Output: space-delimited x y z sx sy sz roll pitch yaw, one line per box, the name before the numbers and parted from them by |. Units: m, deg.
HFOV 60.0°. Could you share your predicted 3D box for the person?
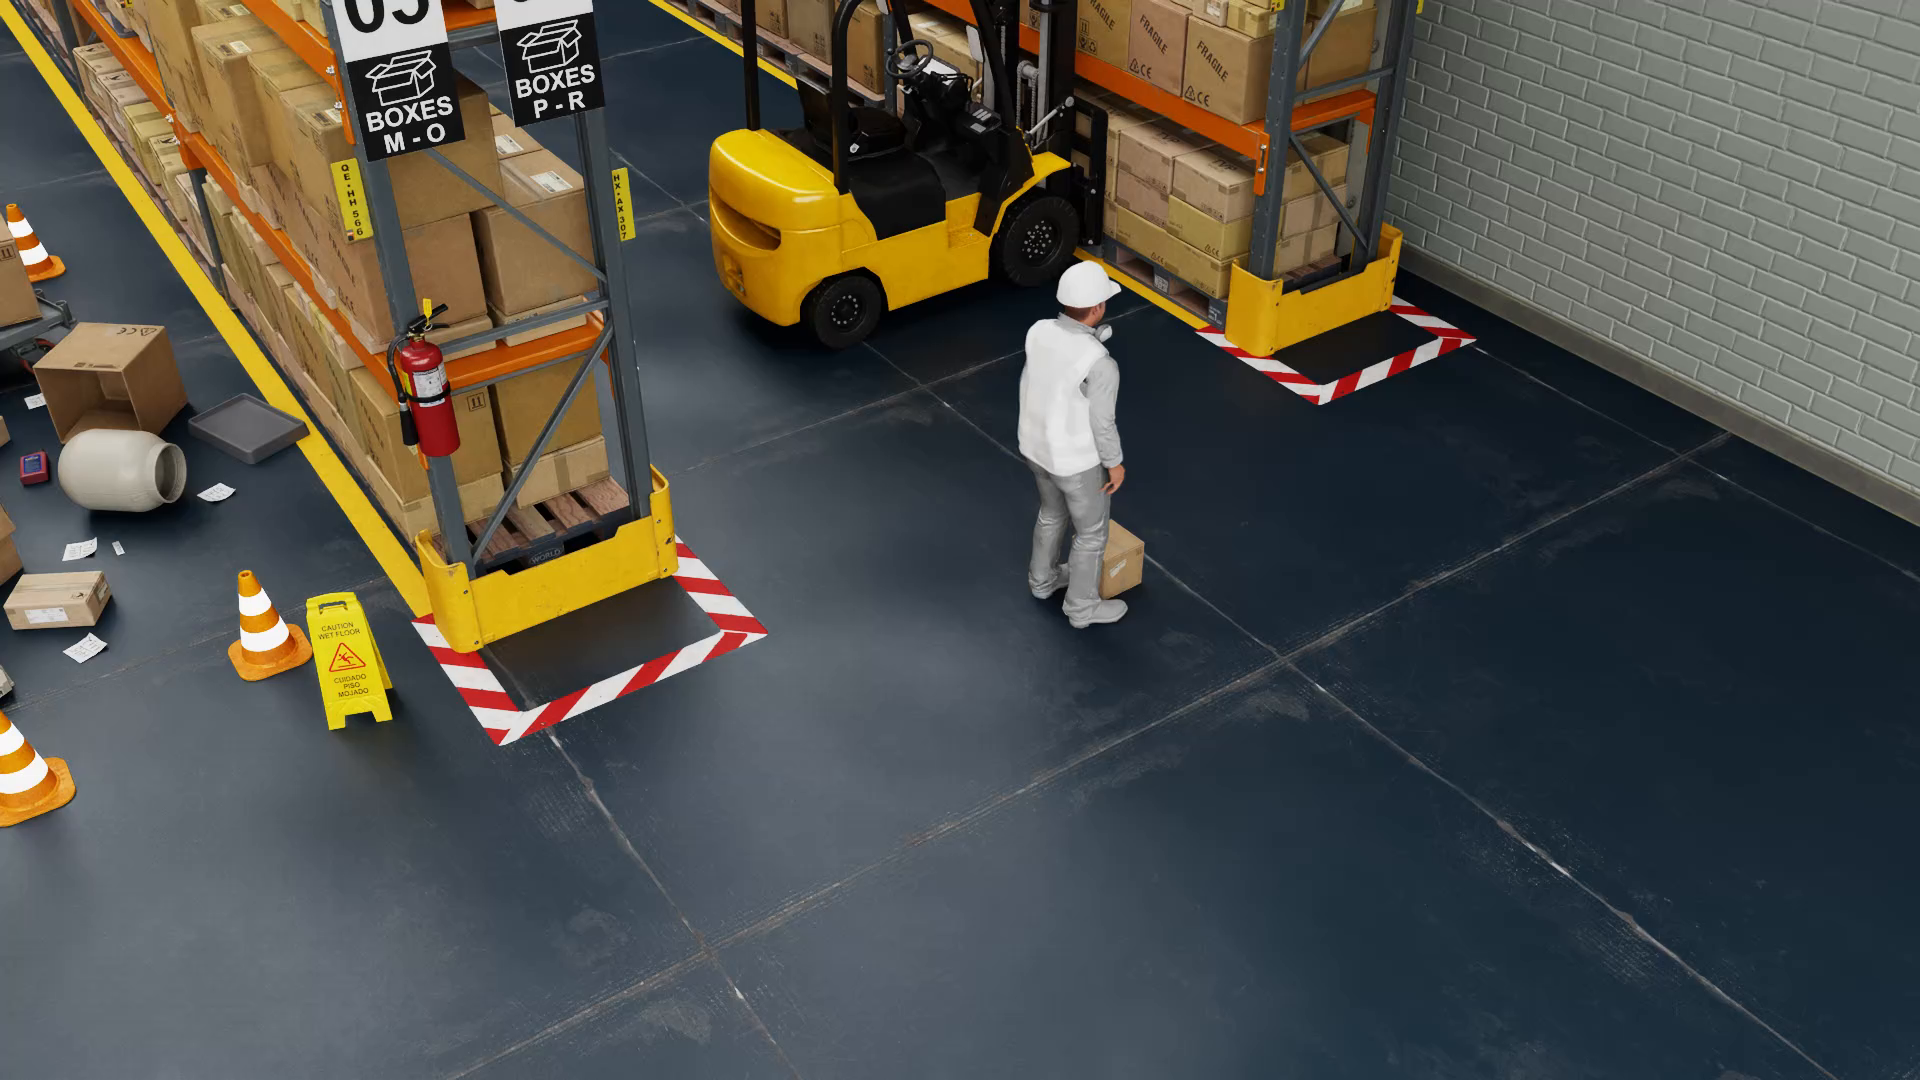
person | 0.516 -0.429 7.568 0.466 1.771 0.586 -23 42 -28
